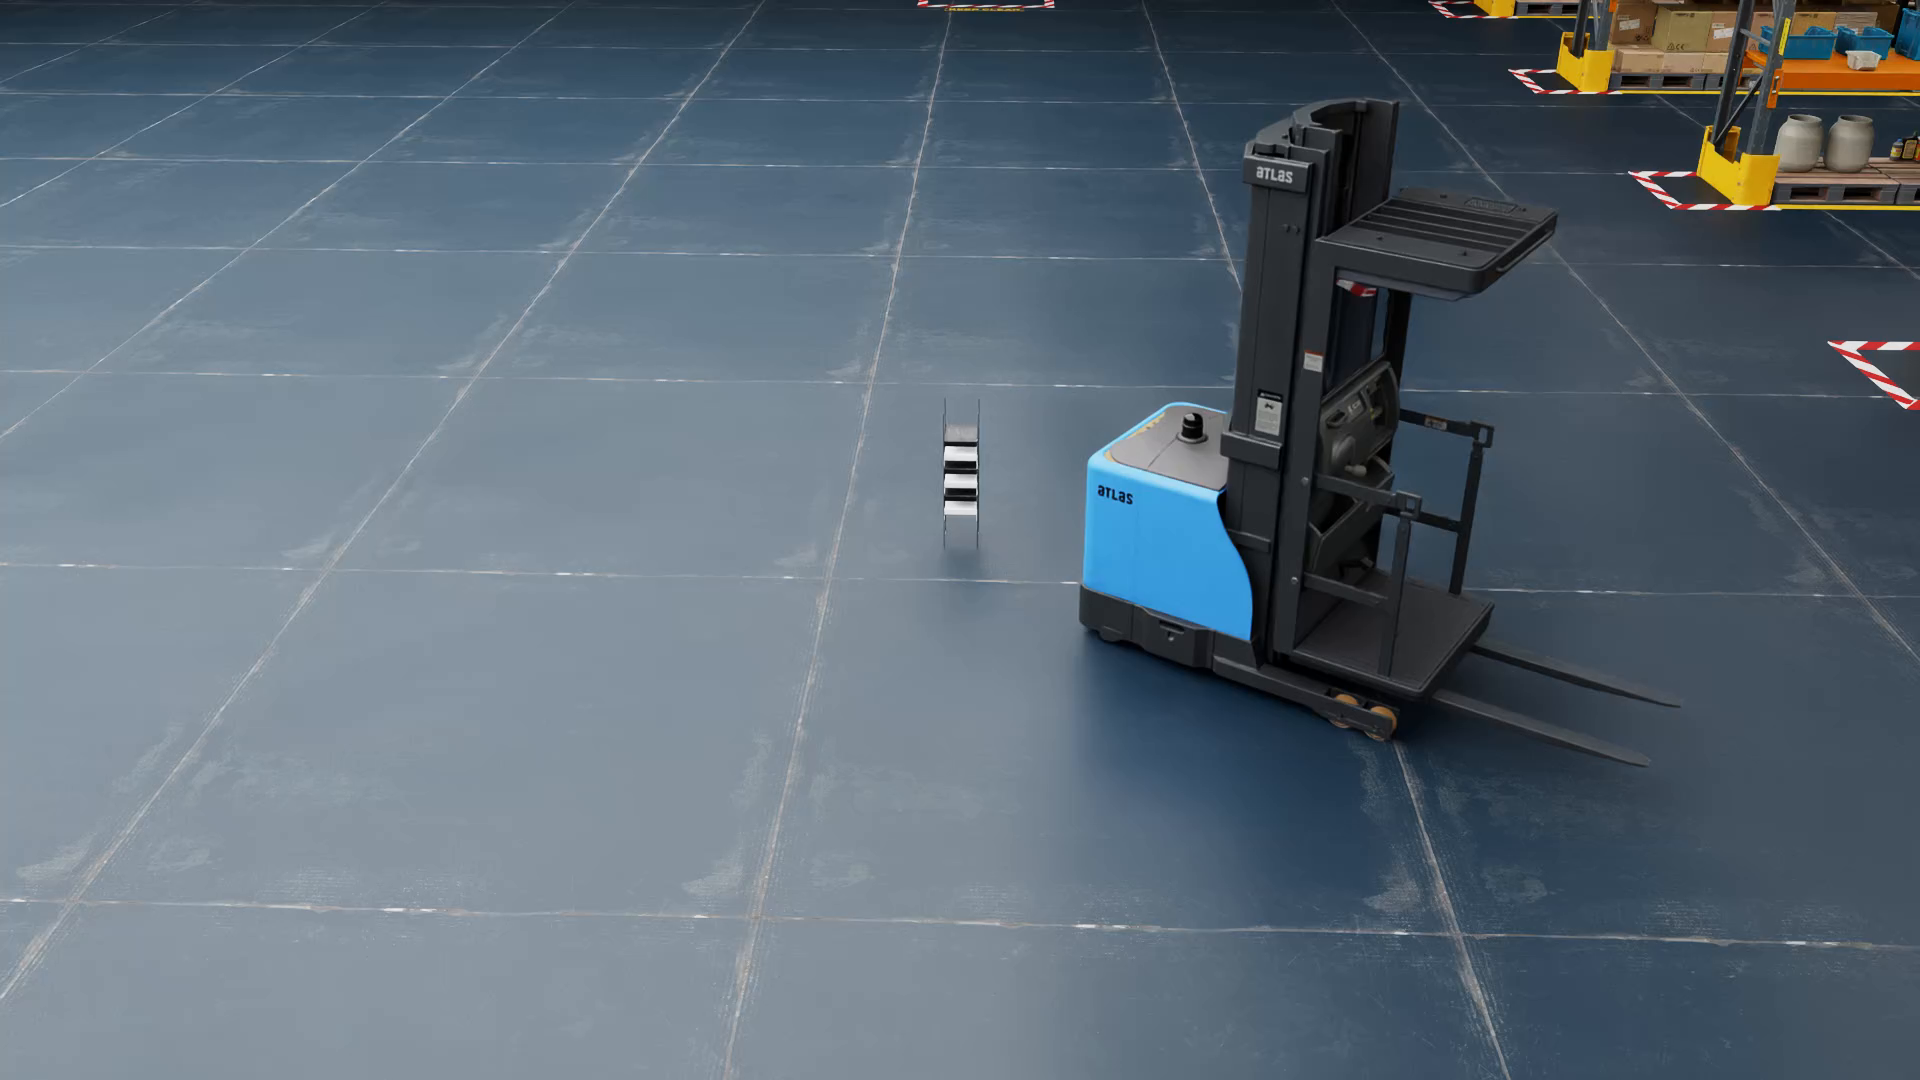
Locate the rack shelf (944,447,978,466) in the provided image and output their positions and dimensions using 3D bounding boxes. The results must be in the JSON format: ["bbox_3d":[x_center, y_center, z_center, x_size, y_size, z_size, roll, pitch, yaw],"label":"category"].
[{"bbox_3d":[0.008,-0.527,9.970,0.200,0.077,0.258,1,28,2],"label":"rack shelf"}]

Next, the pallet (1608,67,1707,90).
[{"bbox_3d":[8.771,-5.993,21.330,1.213,0.211,1.003,1,28,2],"label":"pallet"}]

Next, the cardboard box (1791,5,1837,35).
[{"bbox_3d":[10.532,-6.379,20.768,0.500,0.500,0.500,1,28,2],"label":"cardboard box"}]

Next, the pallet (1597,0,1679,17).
[{"bbox_3d":[10.279,-8.252,25.591,1.213,0.211,1.003,1,28,2],"label":"pallet"}]

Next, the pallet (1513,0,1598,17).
[{"bbox_3d":[9.063,-8.273,25.632,1.213,0.211,1.003,1,28,2],"label":"pallet"}]

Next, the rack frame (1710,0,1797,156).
[{"bbox_3d":[7.827,-4.900,16.290,0.127,3.000,1.000,1,28,2],"label":"rack frame"}]

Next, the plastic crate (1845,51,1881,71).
[{"bbox_3d":[8.710,-4.618,16.040,0.250,0.136,0.298,1,28,2],"label":"plastic crate"}]

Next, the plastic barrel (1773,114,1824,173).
[{"bbox_3d":[8.487,-4.011,16.821,0.421,0.512,0.421,0,28,0],"label":"plastic barrel"}]

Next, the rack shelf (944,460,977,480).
[{"bbox_3d":[0.008,-0.448,10.012,0.200,0.077,0.258,1,28,2],"label":"rack shelf"}]

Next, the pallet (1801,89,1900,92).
[{"bbox_3d":[11.209,-5.953,21.254,1.213,0.211,1.003,1,28,2],"label":"pallet"}]

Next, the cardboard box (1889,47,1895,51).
[{"bbox_3d":[11.532,-6.028,20.906,0.500,0.250,0.500,1,28,2],"label":"cardboard box"}]

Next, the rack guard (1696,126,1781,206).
[{"bbox_3d":[7.904,-3.816,16.915,0.348,0.500,1.175,1,28,2],"label":"rack guard"}]

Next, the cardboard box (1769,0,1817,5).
[{"bbox_3d":[10.551,-6.625,21.231,0.500,0.500,0.500,1,28,2],"label":"cardboard box"}]

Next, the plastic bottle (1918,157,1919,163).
[{"bbox_3d":[9.925,-4.002,17.027,0.133,0.283,0.061,1,28,2],"label":"plastic bottle"}]

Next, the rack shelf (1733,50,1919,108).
[{"bbox_3d":[9.825,-4.549,16.396,4.000,0.370,1.077,1,28,2],"label":"rack shelf"}]

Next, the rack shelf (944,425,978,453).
[{"bbox_3d":[0.008,-0.607,9.928,0.200,0.077,0.258,1,28,2],"label":"rack shelf"}]

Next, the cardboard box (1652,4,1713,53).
[{"bbox_3d":[9.033,-6.400,20.807,0.500,0.500,0.500,1,28,2],"label":"cardboard box"}]

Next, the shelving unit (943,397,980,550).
[{"bbox_3d":[0.008,-0.397,10.039,0.210,0.900,0.258,1,28,2],"label":"shelving unit"}]

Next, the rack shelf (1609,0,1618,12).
[{"bbox_3d":[10.004,-6.867,20.770,4.000,0.370,1.077,1,28,2],"label":"rack shelf"}]

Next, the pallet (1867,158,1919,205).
[{"bbox_3d":[9.932,-3.651,16.912,1.213,0.211,1.003,1,28,2],"label":"pallet"}]

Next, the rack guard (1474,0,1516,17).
[{"bbox_3d":[8.252,-8.431,25.621,0.348,0.500,1.175,1,28,2],"label":"rack guard"}]

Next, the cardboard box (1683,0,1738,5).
[{"bbox_3d":[9.552,-6.641,21.261,0.500,0.500,0.500,1,28,2],"label":"cardboard box"}]

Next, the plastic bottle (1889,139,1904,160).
[{"bbox_3d":[9.678,-4.032,17.172,0.097,0.201,0.097,0,28,0],"label":"plastic bottle"}]

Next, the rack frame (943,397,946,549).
[{"bbox_3d":[-0.093,-0.399,10.042,0.006,0.900,0.240,1,28,2],"label":"rack frame"}]

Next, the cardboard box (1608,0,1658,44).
[{"bbox_3d":[8.552,-6.650,21.280,0.500,0.500,0.500,1,28,2],"label":"cardboard box"}]

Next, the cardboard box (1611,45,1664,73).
[{"bbox_3d":[8.533,-6.076,20.996,0.500,0.250,0.500,1,28,2],"label":"cardboard box"}]

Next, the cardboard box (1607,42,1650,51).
[{"bbox_3d":[8.552,-6.318,21.453,0.500,0.250,0.500,1,28,2],"label":"cardboard box"}]

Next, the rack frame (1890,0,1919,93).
[{"bbox_3d":[12.003,-7.152,20.539,0.127,3.000,1.000,1,28,2],"label":"rack frame"}]

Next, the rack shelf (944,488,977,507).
[{"bbox_3d":[0.008,-0.288,10.097,0.200,0.077,0.258,1,28,2],"label":"rack shelf"}]

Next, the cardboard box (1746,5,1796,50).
[{"bbox_3d":[10.032,-6.381,20.771,0.500,0.500,0.500,1,28,2],"label":"cardboard box"}]

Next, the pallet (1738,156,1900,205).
[{"bbox_3d":[8.716,-3.672,16.952,1.213,0.211,1.003,1,28,2],"label":"pallet"}]

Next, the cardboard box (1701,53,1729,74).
[{"bbox_3d":[9.533,-6.061,20.968,0.500,0.250,0.500,1,28,2],"label":"cardboard box"}]

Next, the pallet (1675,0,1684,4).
[{"bbox_3d":[11.501,-8.233,25.556,1.213,0.211,1.003,1,28,2],"label":"pallet"}]

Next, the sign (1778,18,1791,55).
[{"bbox_3d":[7.803,-4.764,15.740,0.005,0.325,0.100,1,28,2],"label":"sign"}]

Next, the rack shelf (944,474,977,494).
[{"bbox_3d":[0.008,-0.368,10.055,0.200,0.077,0.258,1,28,2],"label":"rack shelf"}]

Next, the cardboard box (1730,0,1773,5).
[{"bbox_3d":[10.051,-6.632,21.245,0.500,0.500,0.500,1,28,2],"label":"cardboard box"}]

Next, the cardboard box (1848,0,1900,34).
[{"bbox_3d":[11.550,-6.608,21.200,0.500,0.500,0.500,1,28,2],"label":"cardboard box"}]

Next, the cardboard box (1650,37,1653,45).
[{"bbox_3d":[9.052,-6.315,21.448,0.500,0.250,0.500,1,28,2],"label":"cardboard box"}]

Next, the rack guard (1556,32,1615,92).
[{"bbox_3d":[7.981,-6.114,21.250,0.348,0.500,1.175,1,28,2],"label":"rack guard"}]

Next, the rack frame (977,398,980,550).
[{"bbox_3d":[0.110,-0.396,10.036,0.006,0.900,0.240,1,28,2],"label":"rack frame"}]

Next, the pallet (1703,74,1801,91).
[{"bbox_3d":[9.987,-5.972,21.289,1.213,0.211,1.003,1,28,2],"label":"pallet"}]

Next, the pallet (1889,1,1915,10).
[{"bbox_3d":[14.174,-8.208,25.508,1.213,0.211,1.003,1,28,2],"label":"pallet"}]

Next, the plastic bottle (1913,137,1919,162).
[{"bbox_3d":[9.928,-4.048,17.123,0.135,0.276,0.152,1,28,2],"label":"plastic bottle"}]

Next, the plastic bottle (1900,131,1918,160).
[{"bbox_3d":[9.795,-4.075,17.165,0.133,0.283,0.061,2,28,3],"label":"plastic bottle"}]

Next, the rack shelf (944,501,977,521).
[{"bbox_3d":[0.008,-0.209,10.139,0.200,0.077,0.258,1,28,2],"label":"rack shelf"}]

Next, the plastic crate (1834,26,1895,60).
[{"bbox_3d":[8.986,-4.952,16.548,0.408,0.251,0.499,1,28,2],"label":"plastic crate"}]

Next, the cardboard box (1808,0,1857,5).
[{"bbox_3d":[11.050,-6.613,21.208,0.500,0.500,0.500,1,28,2],"label":"cardboard box"}]

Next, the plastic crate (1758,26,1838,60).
[{"bbox_3d":[8.337,-4.966,16.573,0.616,0.251,0.499,1,28,2],"label":"plastic crate"}]

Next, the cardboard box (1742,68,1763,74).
[{"bbox_3d":[10.032,-6.050,20.948,0.500,0.250,0.500,1,28,2],"label":"cardboard box"}]

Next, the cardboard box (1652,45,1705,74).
[{"bbox_3d":[9.033,-6.069,20.984,0.500,0.250,0.500,1,28,2],"label":"cardboard box"}]

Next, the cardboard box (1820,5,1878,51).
[{"bbox_3d":[11.032,-6.373,20.756,0.500,0.500,0.500,1,28,2],"label":"cardboard box"}]

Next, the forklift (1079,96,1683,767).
[{"bbox_3d":[2.162,-0.573,8.201,3.031,2.935,1.130,18,33,30],"label":"forklift"}]

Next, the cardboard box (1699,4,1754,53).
[{"bbox_3d":[9.533,-6.397,20.802,0.500,0.500,0.500,1,28,2],"label":"cardboard box"}]

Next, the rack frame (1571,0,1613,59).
[{"bbox_3d":[8.005,-7.218,20.664,0.127,3.000,1.000,1,28,2],"label":"rack frame"}]

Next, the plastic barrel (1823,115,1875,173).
[{"bbox_3d":[8.988,-4.002,16.806,0.421,0.512,0.421,0,28,0],"label":"plastic barrel"}]

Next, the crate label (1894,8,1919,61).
[{"bbox_3d":[9.676,-5.011,16.463,0.616,0.435,0.502,1,28,2],"label":"crate label"}]
